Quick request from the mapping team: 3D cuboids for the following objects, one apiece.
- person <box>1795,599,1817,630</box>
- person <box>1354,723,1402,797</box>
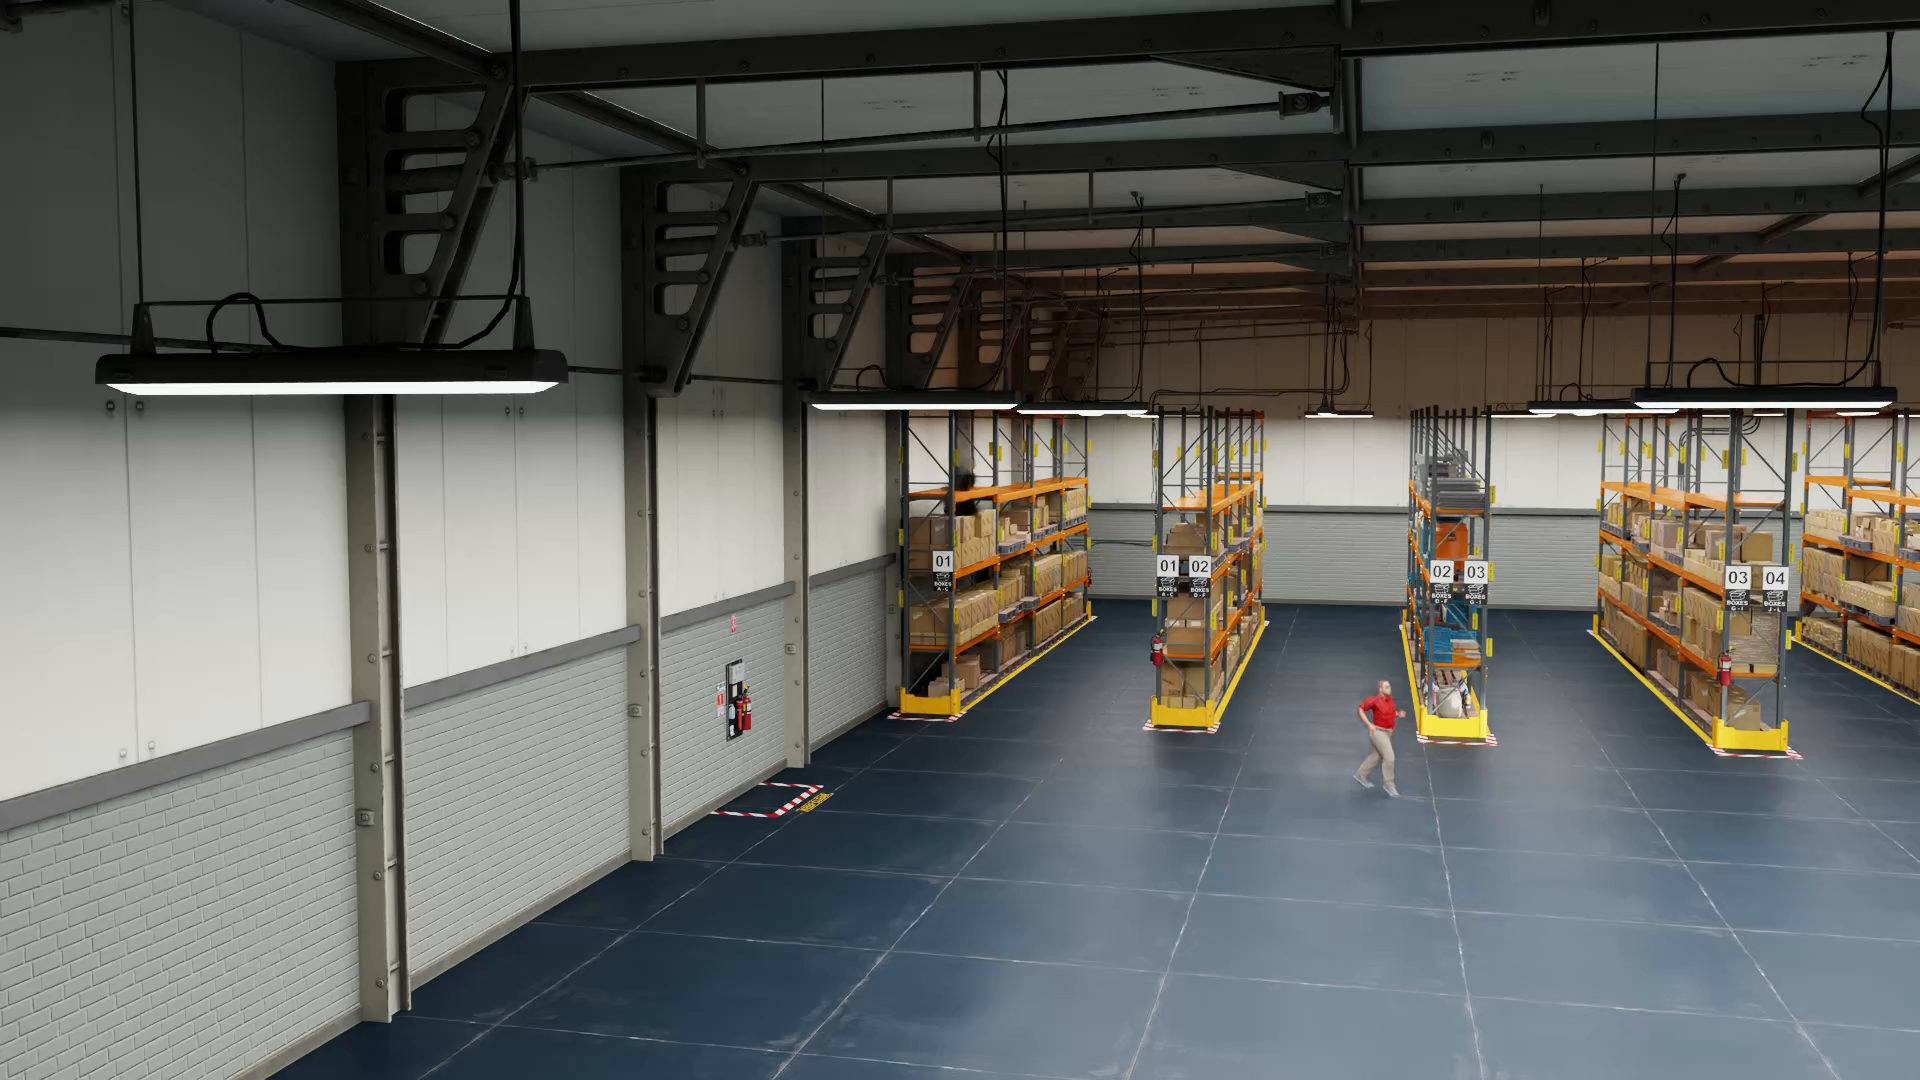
[{"bbox_3d":[22.748,1.704,44.623,0.668,1.634,0.893,3,5,35],"label":"person"},{"bbox_3d":[6.463,3.365,25.616,0.813,1.140,0.410,3,5,39],"label":"person"}]
